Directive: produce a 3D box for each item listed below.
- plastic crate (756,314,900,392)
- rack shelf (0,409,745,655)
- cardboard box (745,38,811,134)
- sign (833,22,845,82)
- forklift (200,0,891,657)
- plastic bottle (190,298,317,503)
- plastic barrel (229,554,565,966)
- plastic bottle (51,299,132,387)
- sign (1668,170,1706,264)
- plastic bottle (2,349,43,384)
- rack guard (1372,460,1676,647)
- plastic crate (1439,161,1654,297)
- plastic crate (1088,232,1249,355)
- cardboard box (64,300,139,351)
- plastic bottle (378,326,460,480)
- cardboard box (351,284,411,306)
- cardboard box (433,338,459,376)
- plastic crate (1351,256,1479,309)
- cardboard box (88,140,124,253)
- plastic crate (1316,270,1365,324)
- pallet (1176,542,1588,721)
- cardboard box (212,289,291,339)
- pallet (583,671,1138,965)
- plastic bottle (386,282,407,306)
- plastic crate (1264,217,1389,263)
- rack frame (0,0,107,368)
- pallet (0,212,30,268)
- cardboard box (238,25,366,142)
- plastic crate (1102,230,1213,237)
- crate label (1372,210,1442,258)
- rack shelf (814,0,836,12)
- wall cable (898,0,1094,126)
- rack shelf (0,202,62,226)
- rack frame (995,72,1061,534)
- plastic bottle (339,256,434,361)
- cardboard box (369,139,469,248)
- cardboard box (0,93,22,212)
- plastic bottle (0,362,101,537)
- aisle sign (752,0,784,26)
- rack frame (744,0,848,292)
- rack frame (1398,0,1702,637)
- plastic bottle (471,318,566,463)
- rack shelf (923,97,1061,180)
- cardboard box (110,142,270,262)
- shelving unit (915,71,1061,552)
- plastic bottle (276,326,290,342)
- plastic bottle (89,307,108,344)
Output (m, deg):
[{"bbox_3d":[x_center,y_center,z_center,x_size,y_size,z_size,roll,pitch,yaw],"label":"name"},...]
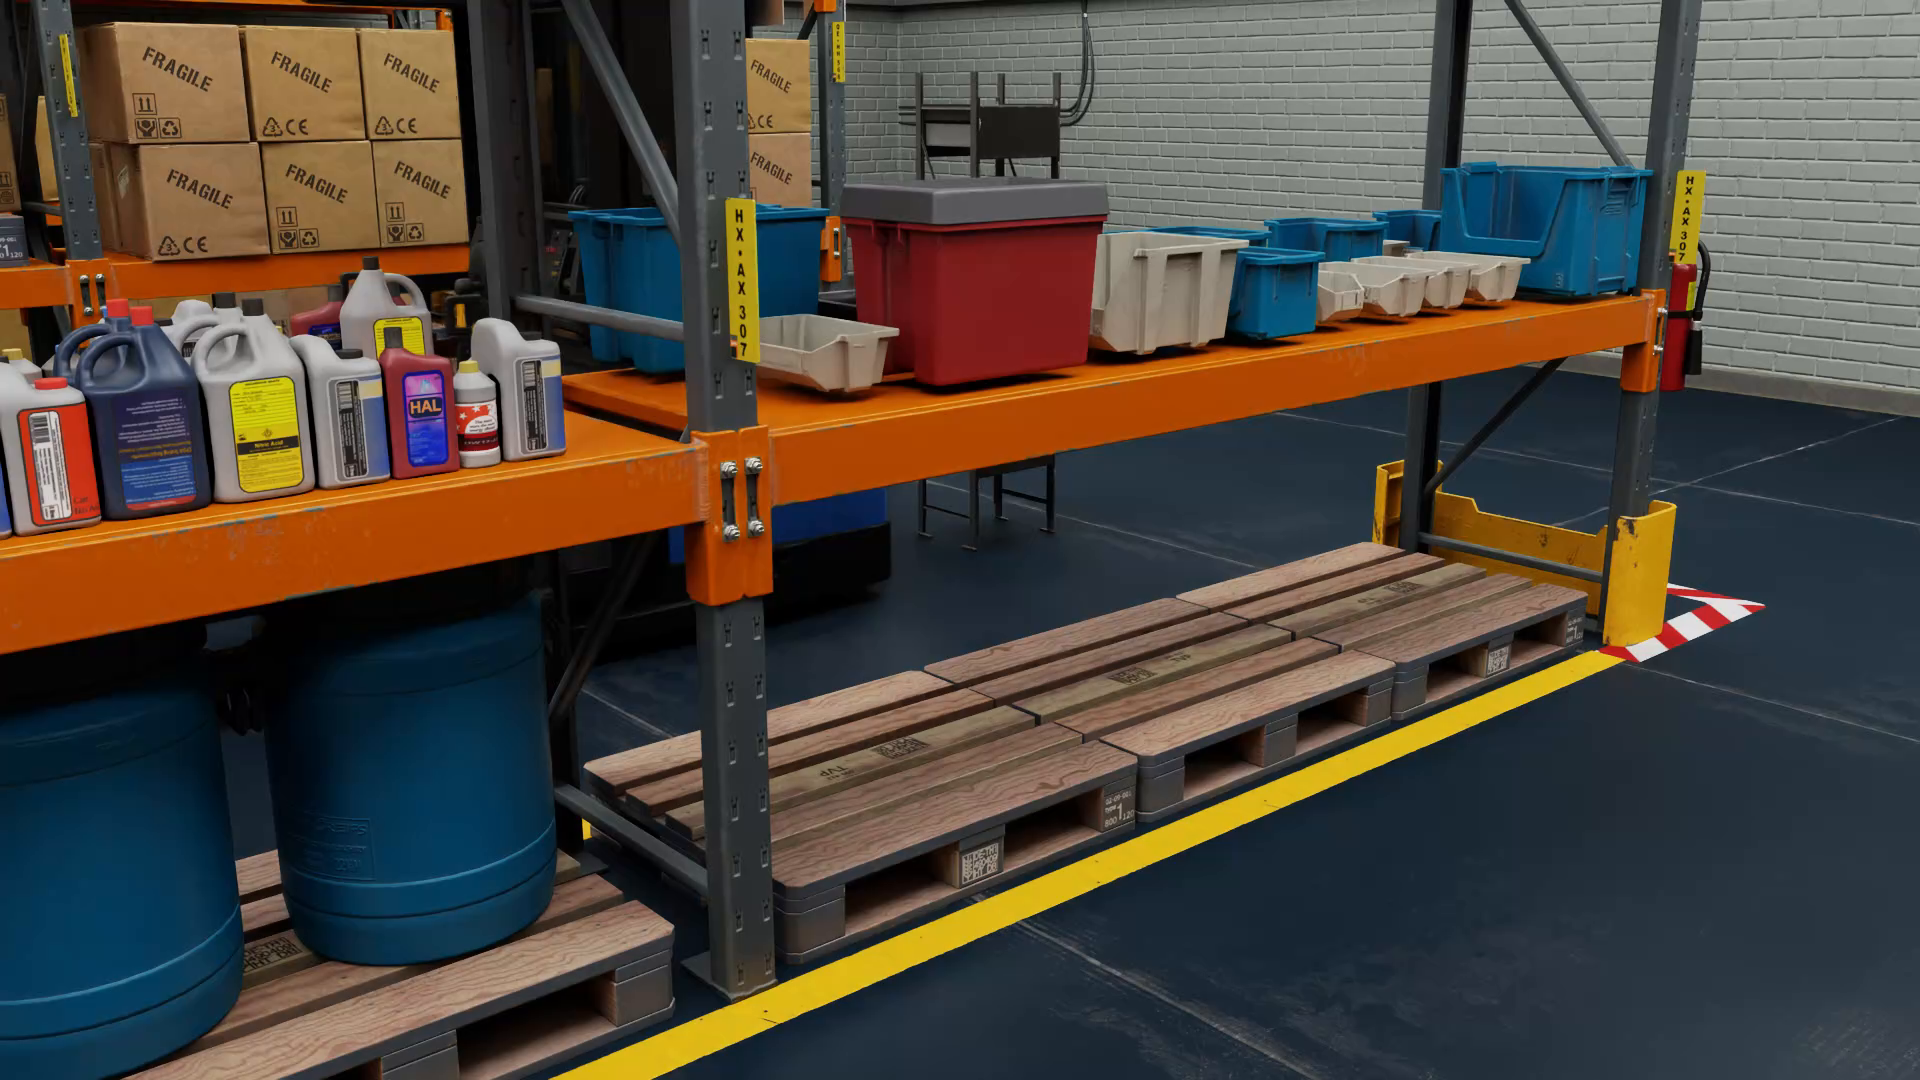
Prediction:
[{"bbox_3d":[-0.354,-0.451,4.021,0.243,0.136,0.396,-13,19,-39],"label":"plastic crate"},{"bbox_3d":[-2.308,0.188,2.628,4.000,0.370,1.077,-13,19,-39],"label":"rack shelf"},{"bbox_3d":[-1.186,-2.544,9.329,0.500,0.500,0.500,-13,20,-40],"label":"cardboard box"},{"bbox_3d":[-0.681,-2.742,9.346,0.005,0.325,0.100,-13,19,-39],"label":"sign"},{"bbox_3d":[-1.752,-1.053,6.012,3.031,2.935,1.130,-12,19,-37],"label":"forklift"},{"bbox_3d":[-1.278,-0.255,2.989,0.185,0.351,0.144,-13,19,-39],"label":"plastic bottle"},{"bbox_3d":[-1.221,0.401,3.688,0.708,0.901,0.600,-13,19,-39],"label":"plastic barrel"},{"bbox_3d":[-1.512,-0.252,2.977,0.185,0.351,0.144,-13,19,-39],"label":"plastic bottle"},{"bbox_3d":[2.592,-1.151,5.929,0.005,0.325,0.100,-13,19,-39],"label":"sign"},{"bbox_3d":[-1.927,-0.289,3.405,0.097,0.201,0.097,0,15,0],"label":"plastic bottle"},{"bbox_3d":[2.228,0.025,6.688,0.348,0.500,1.175,-13,19,-39],"label":"rack guard"},{"bbox_3d":[2.088,-1.129,5.980,0.499,0.435,0.616,-13,19,-39],"label":"plastic crate"},{"bbox_3d":[0.474,-0.693,4.646,0.530,0.282,0.437,-13,19,-39],"label":"plastic crate"},{"bbox_3d":[-6.290,-1.614,12.009,0.500,0.500,0.700,-13,20,-40],"label":"cardboard box"},{"bbox_3d":[-1.029,-0.264,3.154,0.133,0.283,0.061,-13,19,-39],"label":"plastic bottle"},{"bbox_3d":[-4.747,-1.962,13.313,0.500,0.500,0.700,-13,19,-39],"label":"cardboard box"},{"bbox_3d":[-2.634,-0.789,8.877,0.637,0.503,0.797,-13,19,-39],"label":"cardboard box"},{"bbox_3d":[1.494,-0.858,5.545,0.243,0.136,0.396,-13,19,-39],"label":"plastic crate"},{"bbox_3d":[-3.839,-1.646,7.908,0.500,0.500,0.500,-12,19,-38],"label":"cardboard box"},{"bbox_3d":[1.089,-0.752,5.149,0.250,0.136,0.298,-13,19,-39],"label":"plastic crate"},{"bbox_3d":[1.571,0.303,6.206,1.213,0.211,1.003,-13,19,-39],"label":"pallet"},{"bbox_3d":[-5.504,-1.792,12.676,0.500,0.500,0.700,-13,20,-41],"label":"cardboard box"},{"bbox_3d":[-0.270,0.717,4.658,1.213,0.211,1.003,-13,19,-39],"label":"pallet"},{"bbox_3d":[-1.356,-0.463,3.897,0.133,0.283,0.061,-13,19,-39],"label":"plastic bottle"},{"bbox_3d":[1.319,-1.035,6.021,0.300,0.233,0.416,-13,19,-39],"label":"plastic crate"},{"bbox_3d":[-4.048,-1.464,7.417,0.127,3.000,1.000,-13,19,-39],"label":"rack frame"},{"bbox_3d":[-4.722,-1.257,7.014,1.213,0.211,1.003,-13,19,-39],"label":"pallet"},{"bbox_3d":[-3.119,-2.107,7.696,0.500,0.500,0.500,-13,20,-41],"label":"cardboard box"},{"bbox_3d":[0.596,-0.873,5.413,0.300,0.233,0.416,-13,19,-39],"label":"plastic crate"},{"bbox_3d":[1.816,-1.147,6.438,0.303,0.233,0.416,-13,19,-39],"label":"crate label"},{"bbox_3d":[-2.539,-2.904,8.391,4.000,0.370,1.077,-13,19,-39],"label":"rack shelf"},{"bbox_3d":[0.216,-5.392,16.514,0.112,2.526,3.097,-13,19,-39],"label":"wall cable"},{"bbox_3d":[-5.794,-2.419,12.386,4.000,0.370,1.077,-13,19,-39],"label":"rack shelf"},{"bbox_3d":[0.309,-1.084,7.739,0.015,2.100,0.400,-13,19,-39],"label":"rack frame"},{"bbox_3d":[-1.308,-0.471,3.798,0.185,0.351,0.144,-13,19,-39],"label":"plastic bottle"},{"bbox_3d":[-2.721,-1.717,8.171,0.500,0.500,0.500,-13,20,-40],"label":"cardboard box"},{"bbox_3d":[-4.552,-1.678,7.212,0.700,0.500,0.500,8,17,28],"label":"cardboard box"},{"bbox_3d":[-1.540,-0.162,2.783,0.135,0.276,0.152,-13,19,-39],"label":"plastic bottle"},{"bbox_3d":[-1.172,-3.466,9.875,0.004,0.787,0.394,-13,19,-39],"label":"aisle sign"},{"bbox_3d":[-1.030,-2.141,9.953,0.127,3.000,1.000,-13,19,-39],"label":"rack frame"},{"bbox_3d":[2.218,-1.176,6.341,0.127,3.000,1.000,-13,19,-39],"label":"rack frame"},{"bbox_3d":[-0.884,-0.309,3.334,0.135,0.276,0.152,-13,19,-39],"label":"plastic bottle"},{"bbox_3d":[0.125,-1.706,7.407,0.480,0.518,0.431,-13,19,-39],"label":"rack shelf"},{"bbox_3d":[-3.485,-1.545,7.528,0.500,0.500,0.500,-12,19,-38],"label":"cardboard box"},{"bbox_3d":[0.125,-1.042,7.584,0.503,2.100,0.431,-13,19,-39],"label":"shelving unit"},{"bbox_3d":[-1.532,-0.378,3.737,0.097,0.201,0.097,0,15,0],"label":"plastic bottle"},{"bbox_3d":[-1.780,-0.356,3.519,0.097,0.271,0.097,0,15,0],"label":"plastic bottle"}]
